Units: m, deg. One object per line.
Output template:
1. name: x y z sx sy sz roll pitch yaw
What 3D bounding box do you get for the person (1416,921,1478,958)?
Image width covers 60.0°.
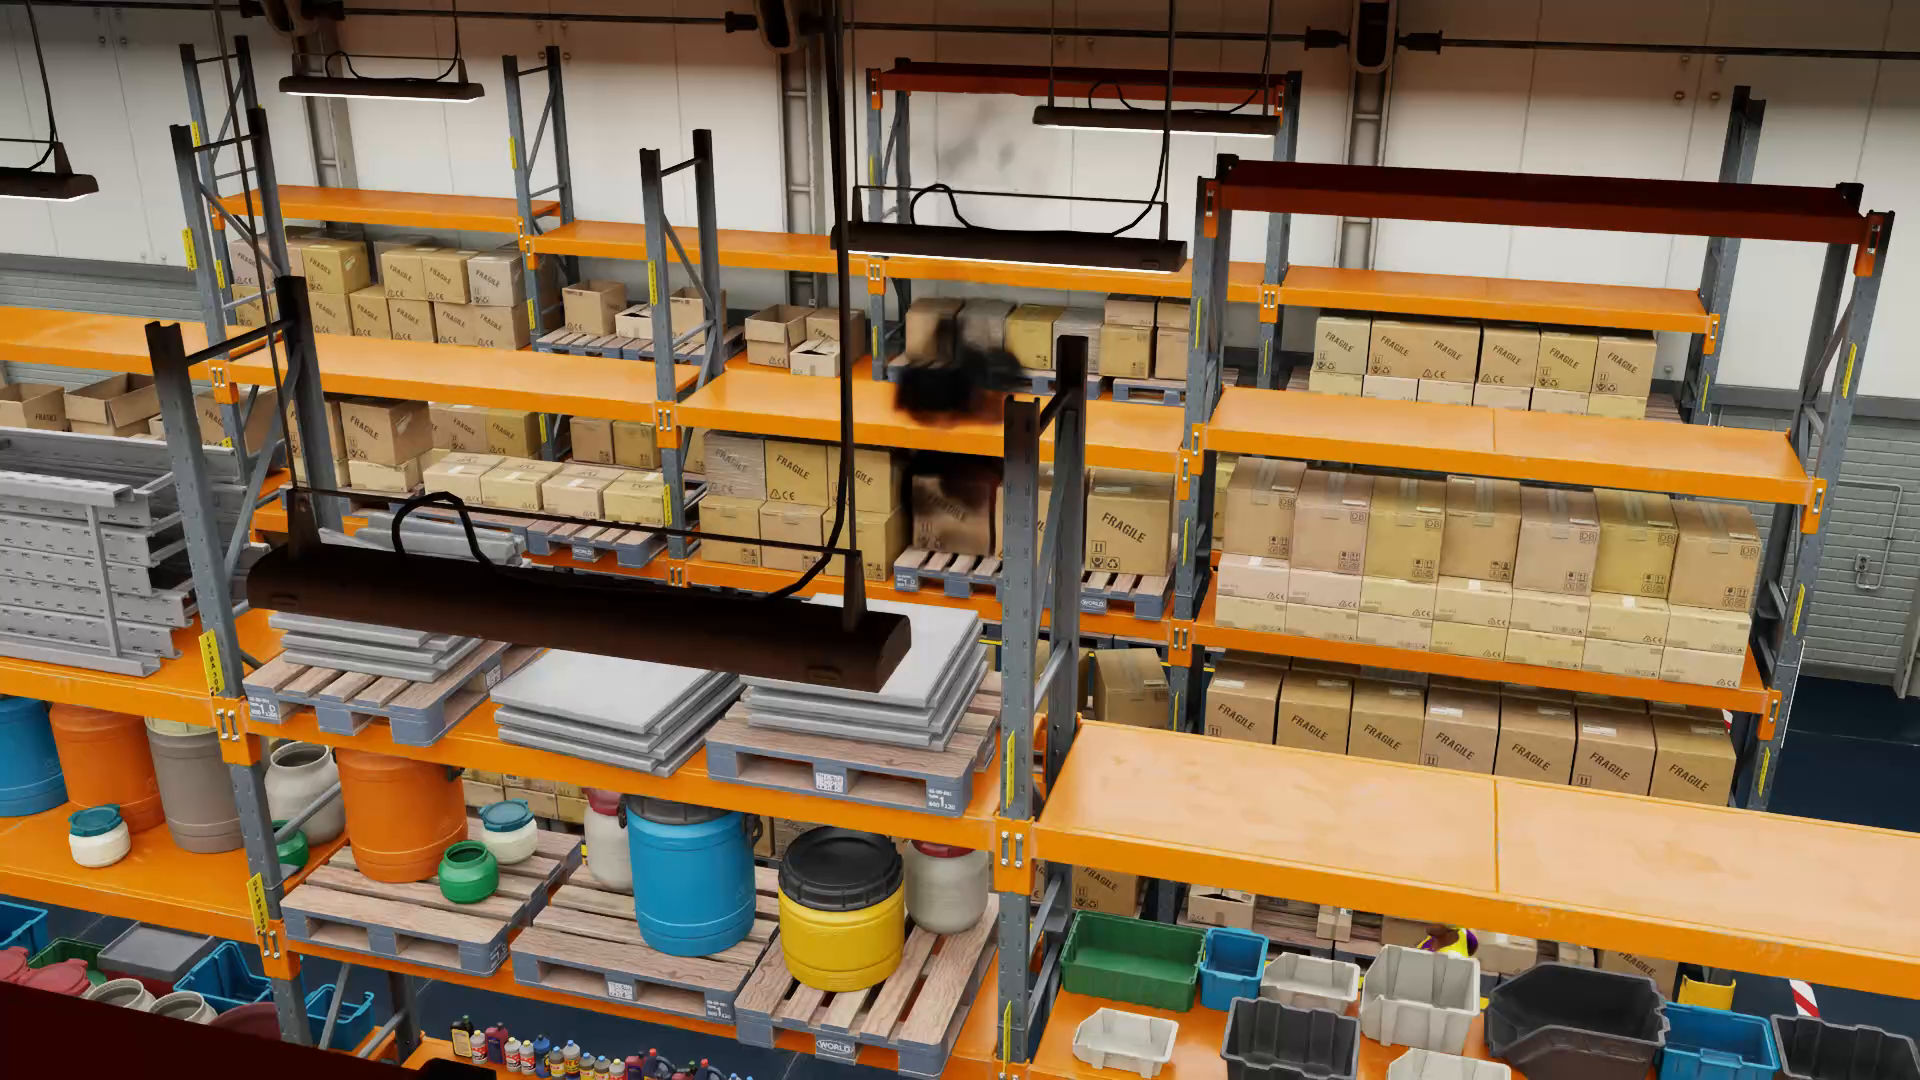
1. person: 3.116 3.093 10.902 0.945 1.734 0.692 2 23 5
